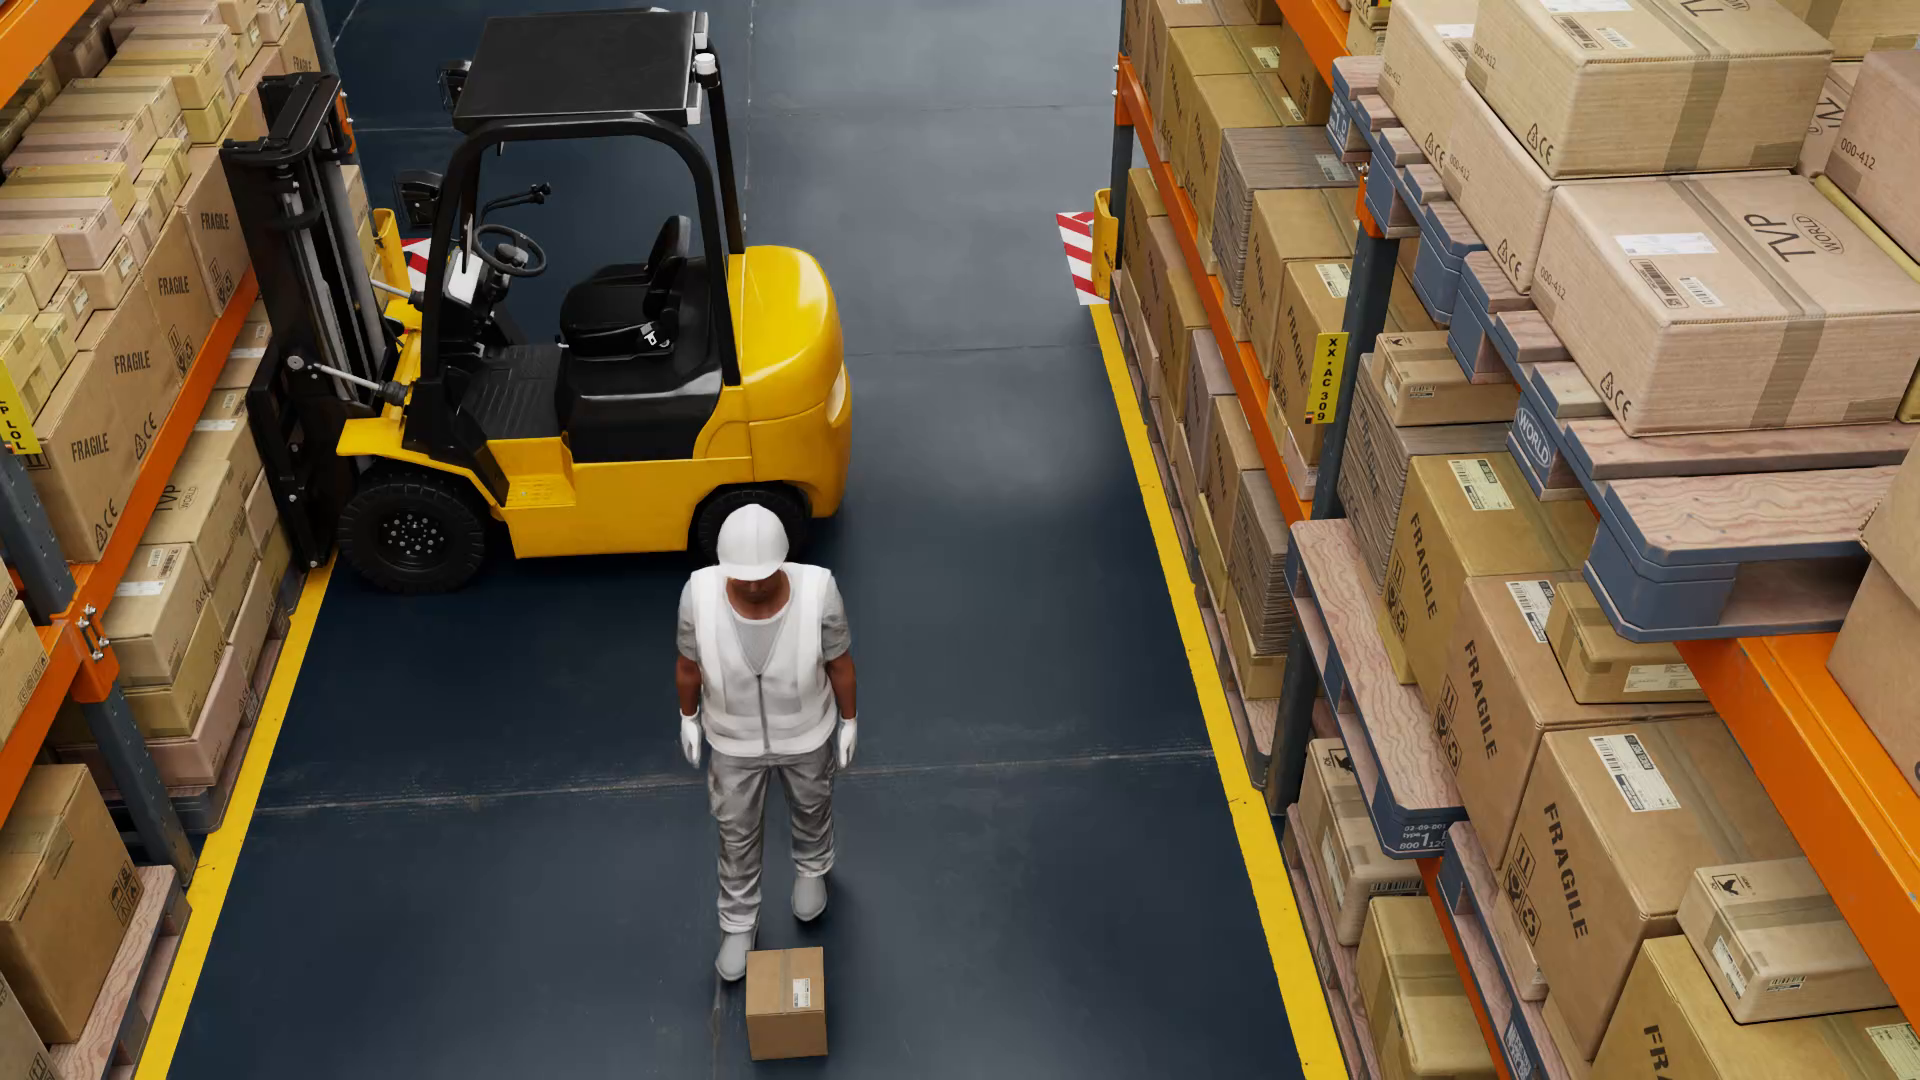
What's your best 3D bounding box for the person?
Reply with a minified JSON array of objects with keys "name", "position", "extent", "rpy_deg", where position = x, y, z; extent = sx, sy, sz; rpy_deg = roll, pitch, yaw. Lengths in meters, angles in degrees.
[{"name":"person","position":[-0.613,0.652,5.316],"extent":[0.584,1.791,0.546],"rpy_deg":[-3,39,-4]}]
